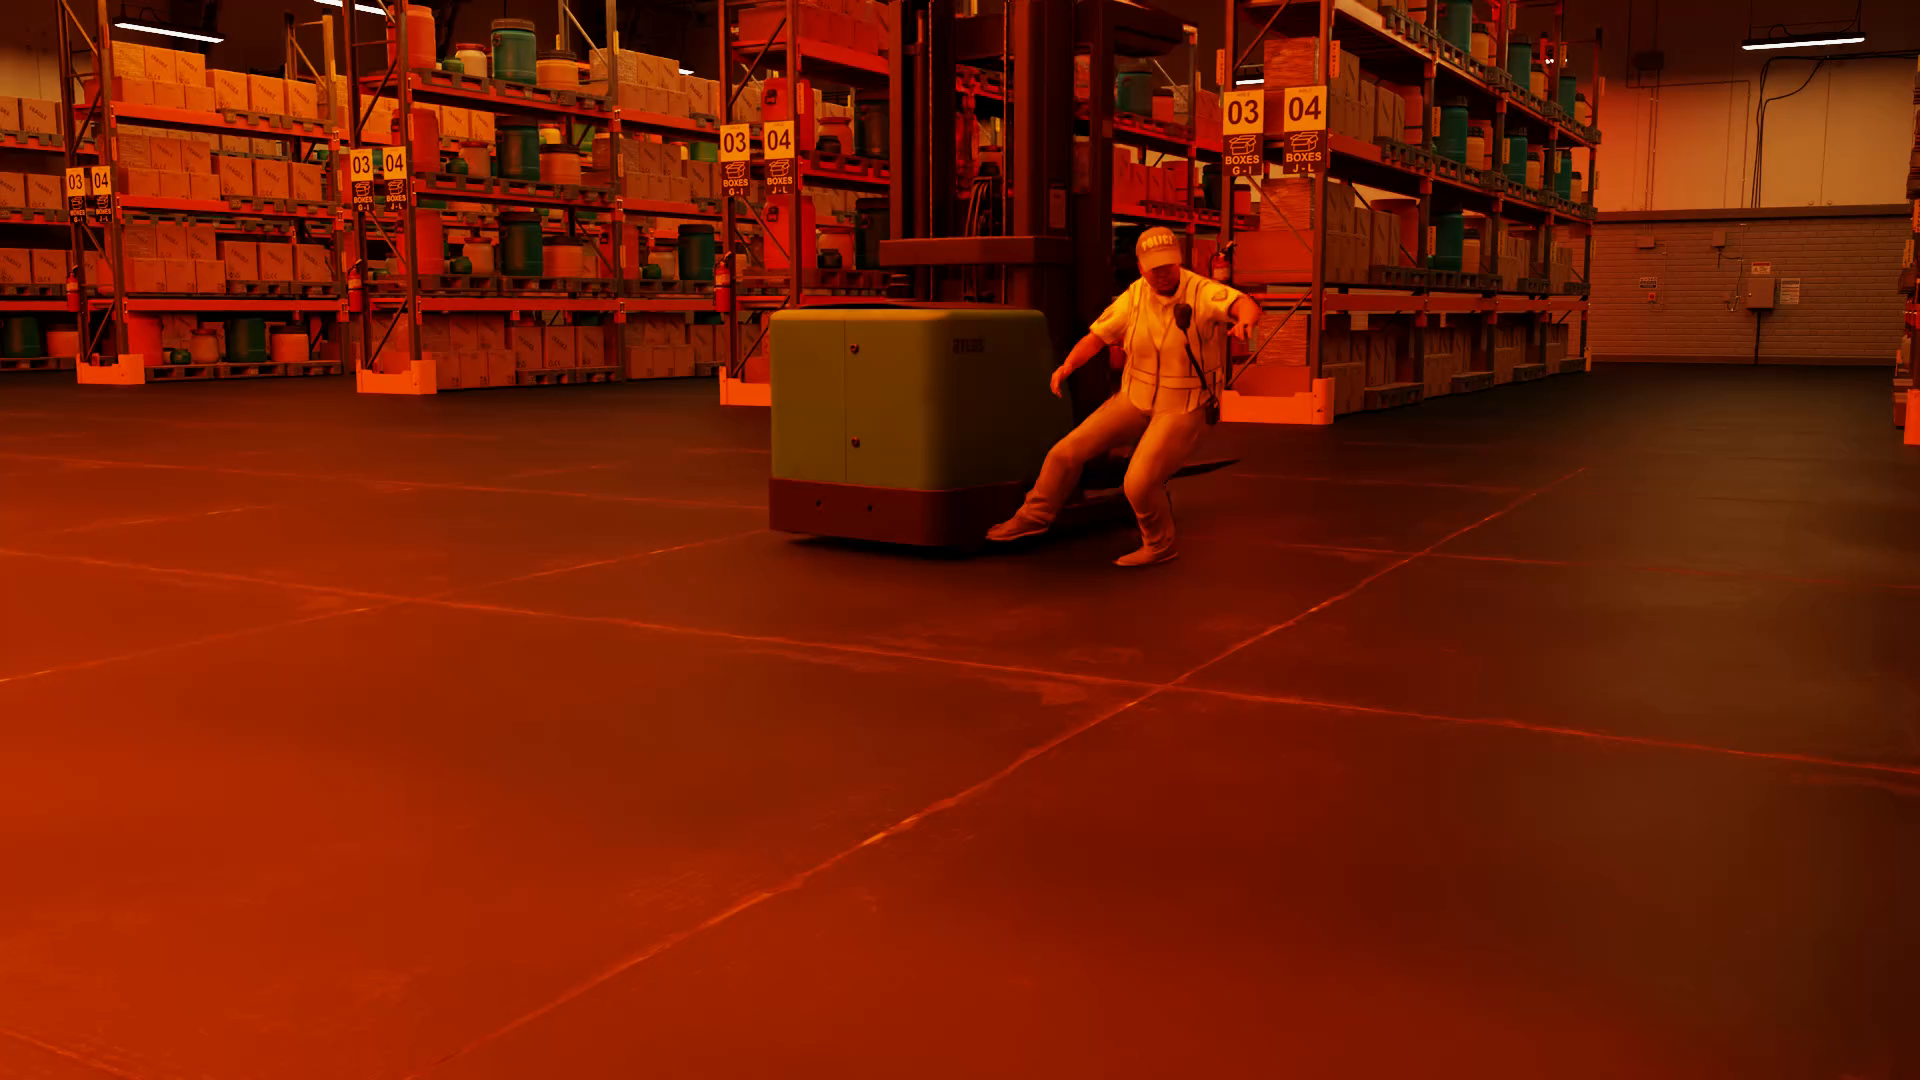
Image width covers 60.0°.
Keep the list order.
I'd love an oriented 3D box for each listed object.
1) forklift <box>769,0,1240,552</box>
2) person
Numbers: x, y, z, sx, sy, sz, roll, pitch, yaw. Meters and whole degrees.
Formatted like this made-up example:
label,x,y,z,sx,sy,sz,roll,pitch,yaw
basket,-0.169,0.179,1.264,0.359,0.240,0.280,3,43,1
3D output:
label,x,y,z,sx,sy,sz,roll,pitch,yaw
forklift,0.415,-1.554,8.353,1.130,2.935,3.031,6,10,37
person,0.678,-0.573,6.919,1.358,1.426,0.834,4,9,29
